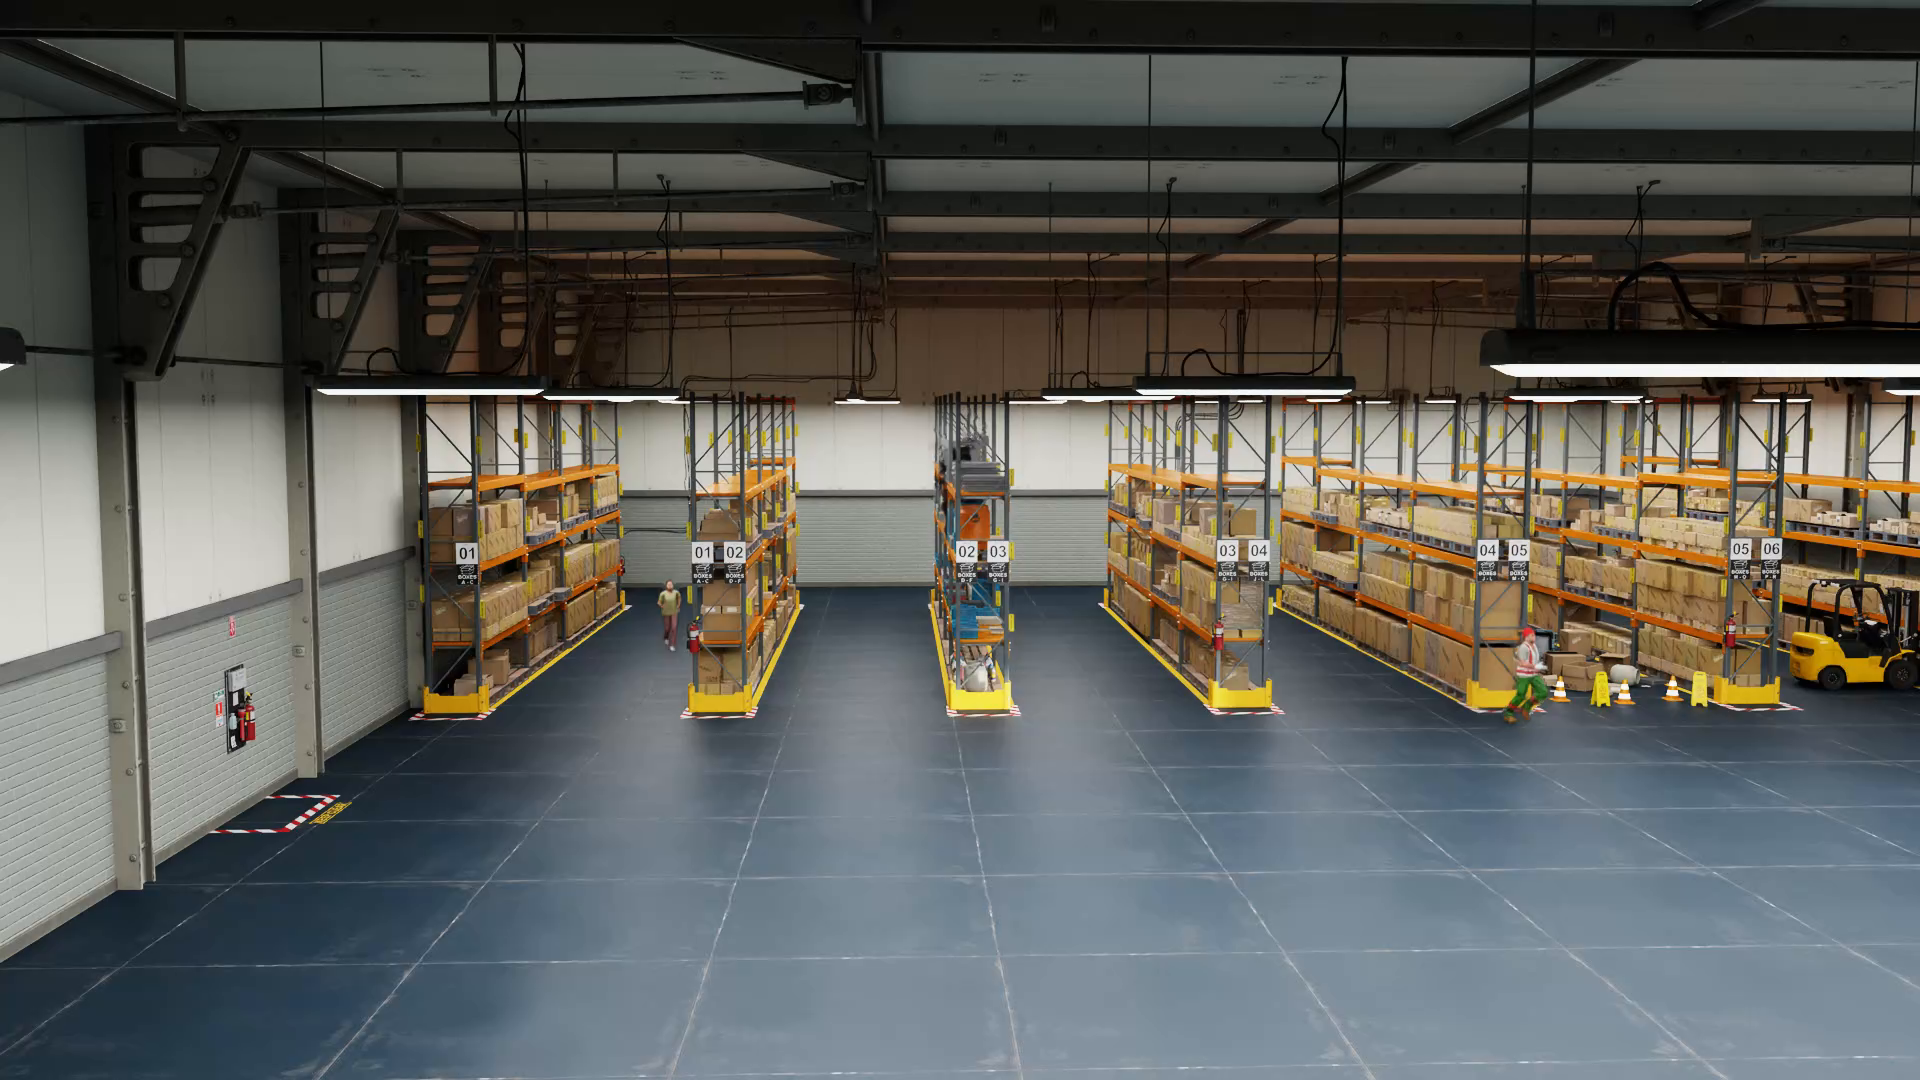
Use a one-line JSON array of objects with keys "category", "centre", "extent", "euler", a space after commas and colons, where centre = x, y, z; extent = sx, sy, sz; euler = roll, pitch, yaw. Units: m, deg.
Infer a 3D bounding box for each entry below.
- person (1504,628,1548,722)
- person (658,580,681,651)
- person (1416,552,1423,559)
[{"category": "person", "centre": [10.243, 2.433, 29.917], "extent": [0.684, 1.735, 0.822], "euler": [-4, 6, -40]}, {"category": "person", "centre": [-6.845, 1.751, 39.225], "extent": [0.562, 1.656, 0.926], "euler": [-1, 5, -16]}, {"category": "person", "centre": [13.711, 0.988, 49.314], "extent": [0.699, 1.578, 0.540], "euler": [1, 5, 13]}]
